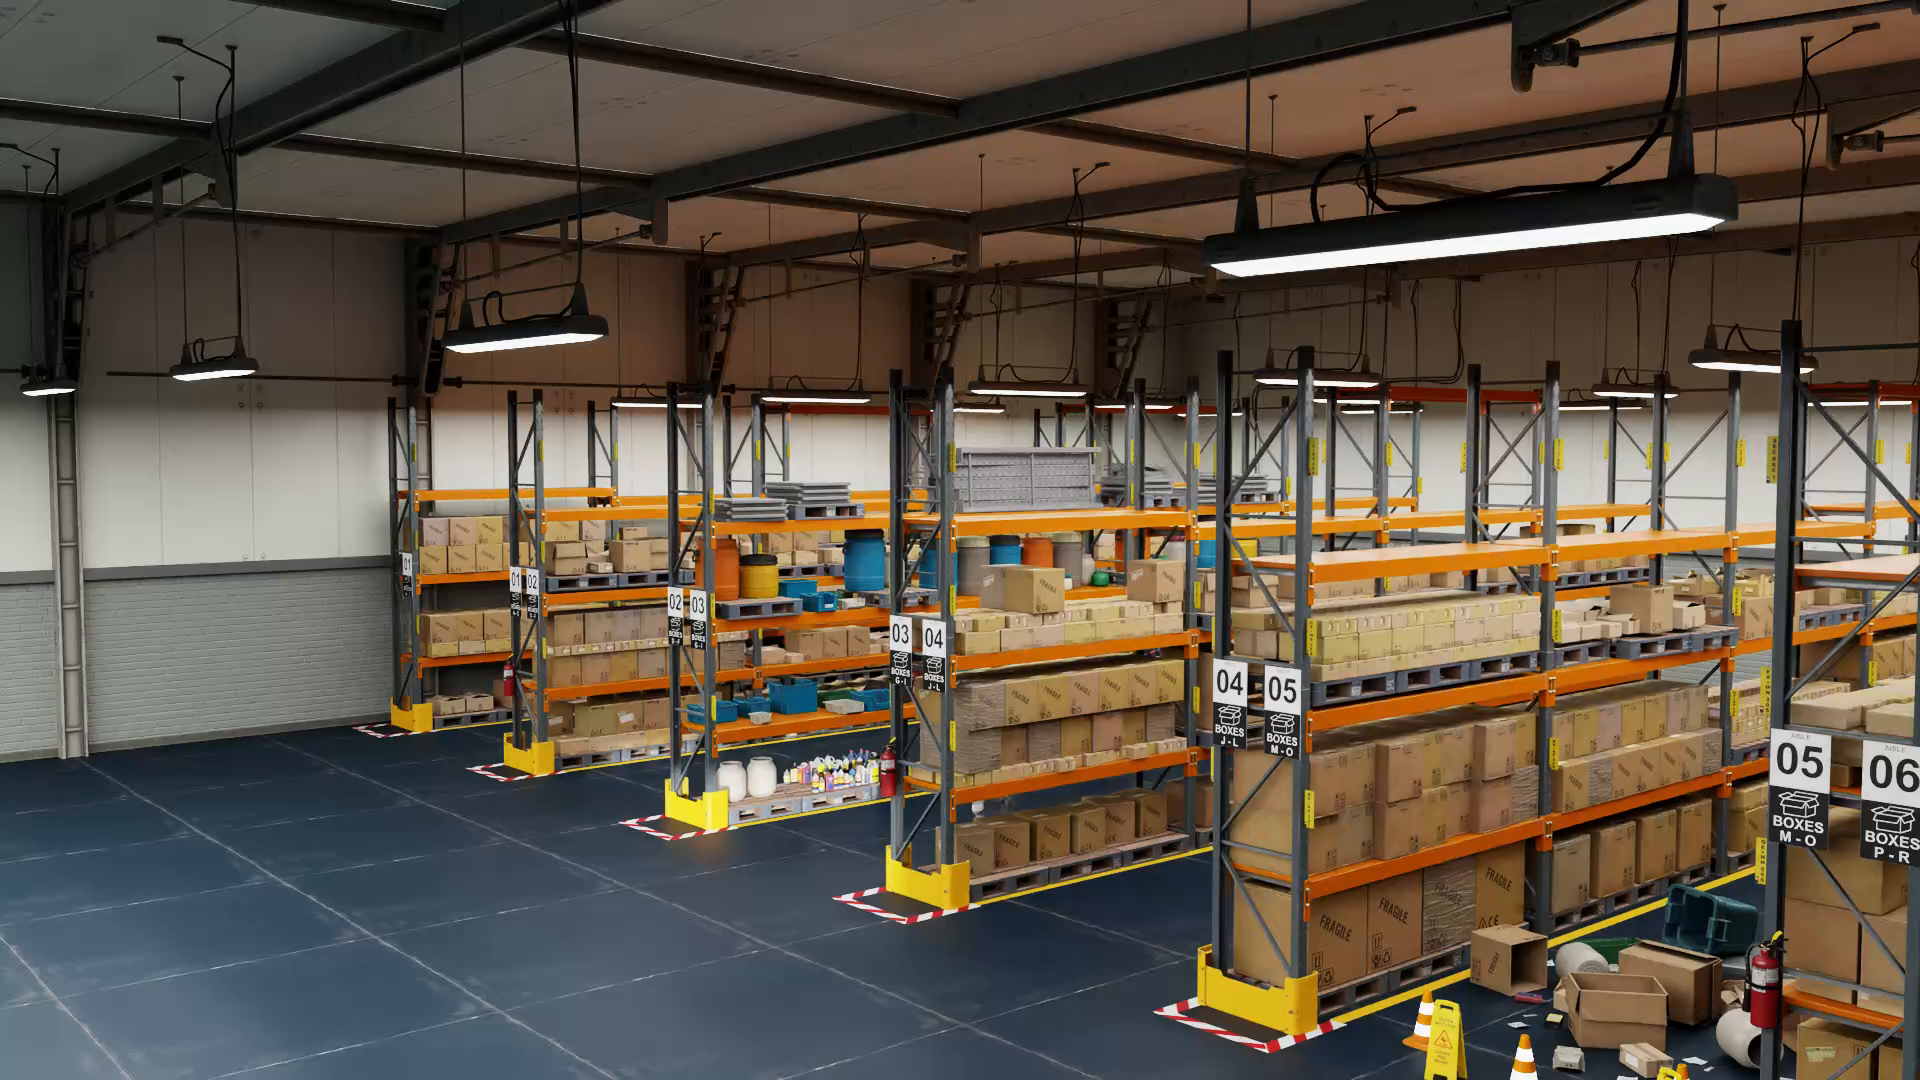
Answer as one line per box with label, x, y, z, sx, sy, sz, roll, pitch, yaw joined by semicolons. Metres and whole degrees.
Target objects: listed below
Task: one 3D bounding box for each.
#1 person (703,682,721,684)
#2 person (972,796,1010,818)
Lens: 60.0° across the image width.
person;-4.517;2.551;30.561;0.578;1.684;0.782;2;4;35
person;0.372;2.988;22.312;0.631;1.752;0.801;2;4;32
